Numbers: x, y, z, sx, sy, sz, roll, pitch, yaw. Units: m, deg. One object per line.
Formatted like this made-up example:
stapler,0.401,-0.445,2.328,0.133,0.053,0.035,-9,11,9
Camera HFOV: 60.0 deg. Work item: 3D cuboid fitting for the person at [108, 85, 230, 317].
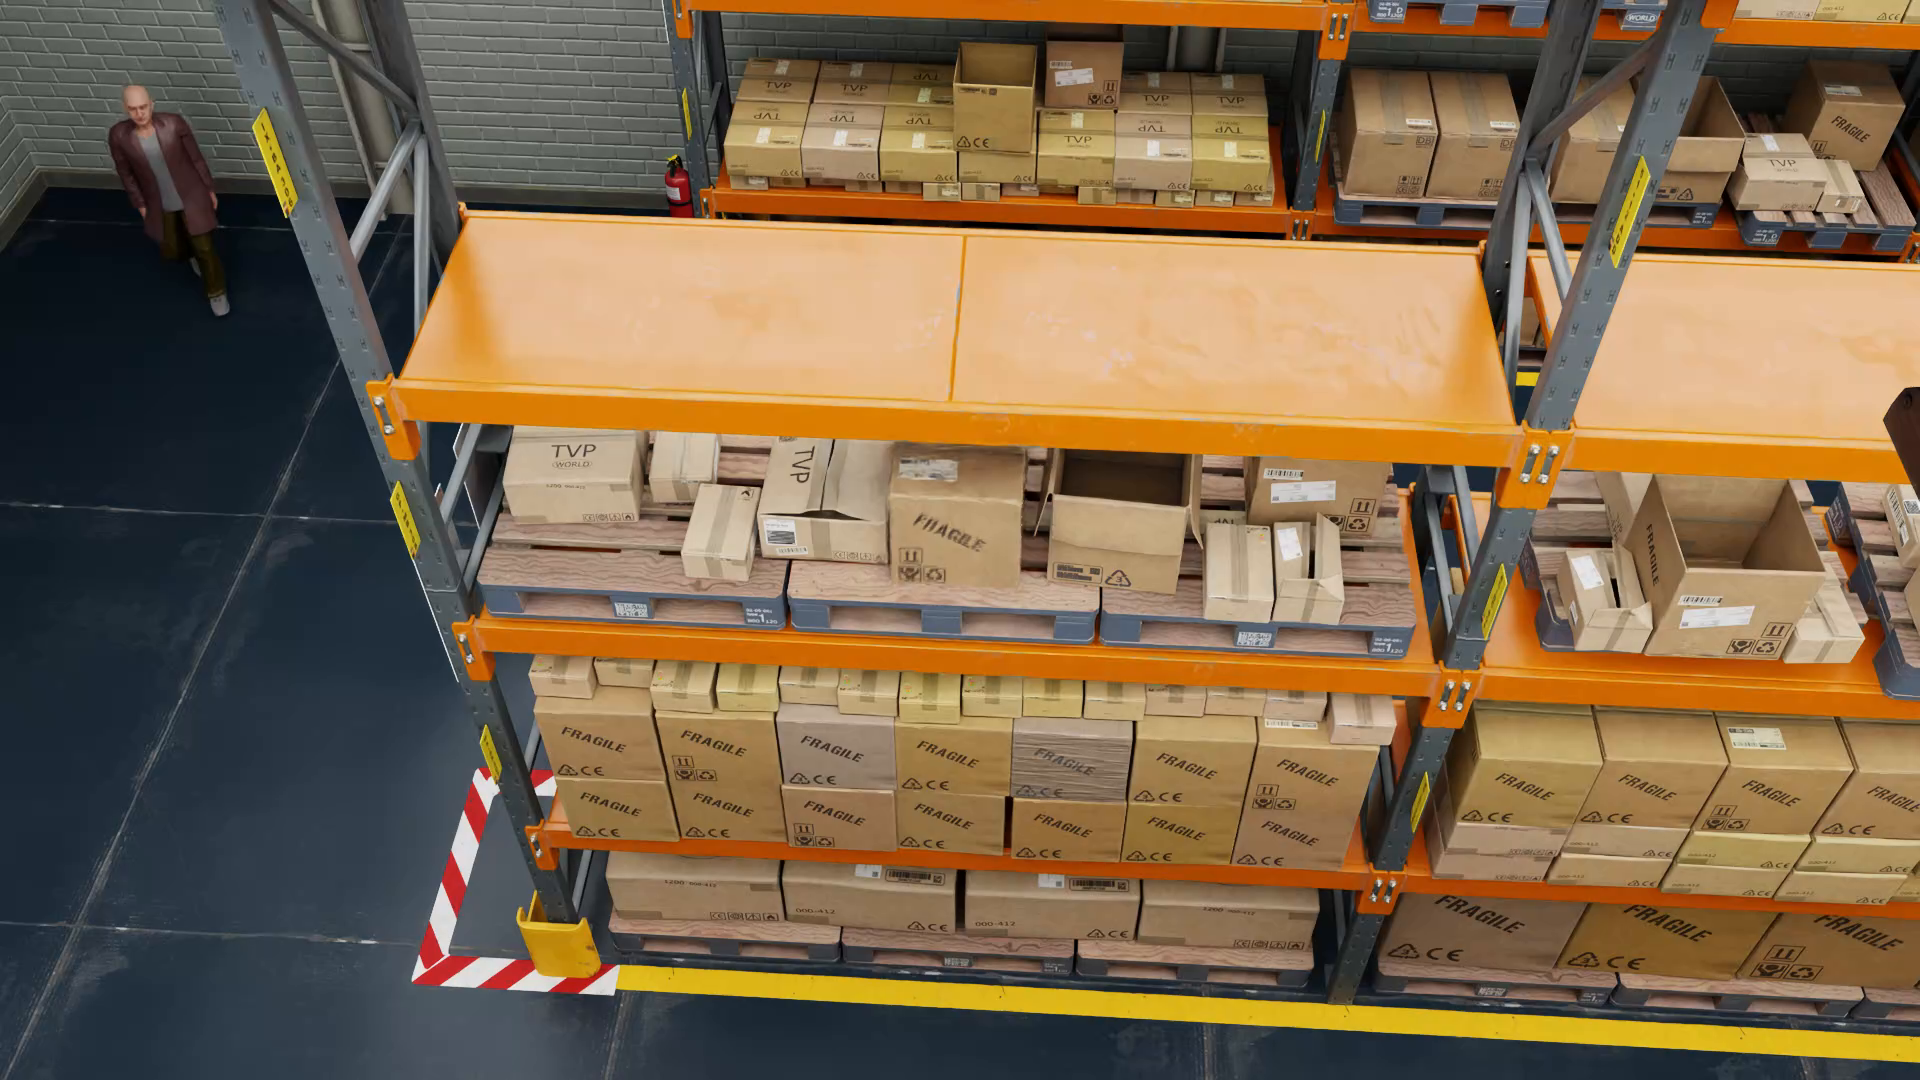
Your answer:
person,-5.548,-2.446,11.743,0.578,1.762,0.707,-10,49,-9
